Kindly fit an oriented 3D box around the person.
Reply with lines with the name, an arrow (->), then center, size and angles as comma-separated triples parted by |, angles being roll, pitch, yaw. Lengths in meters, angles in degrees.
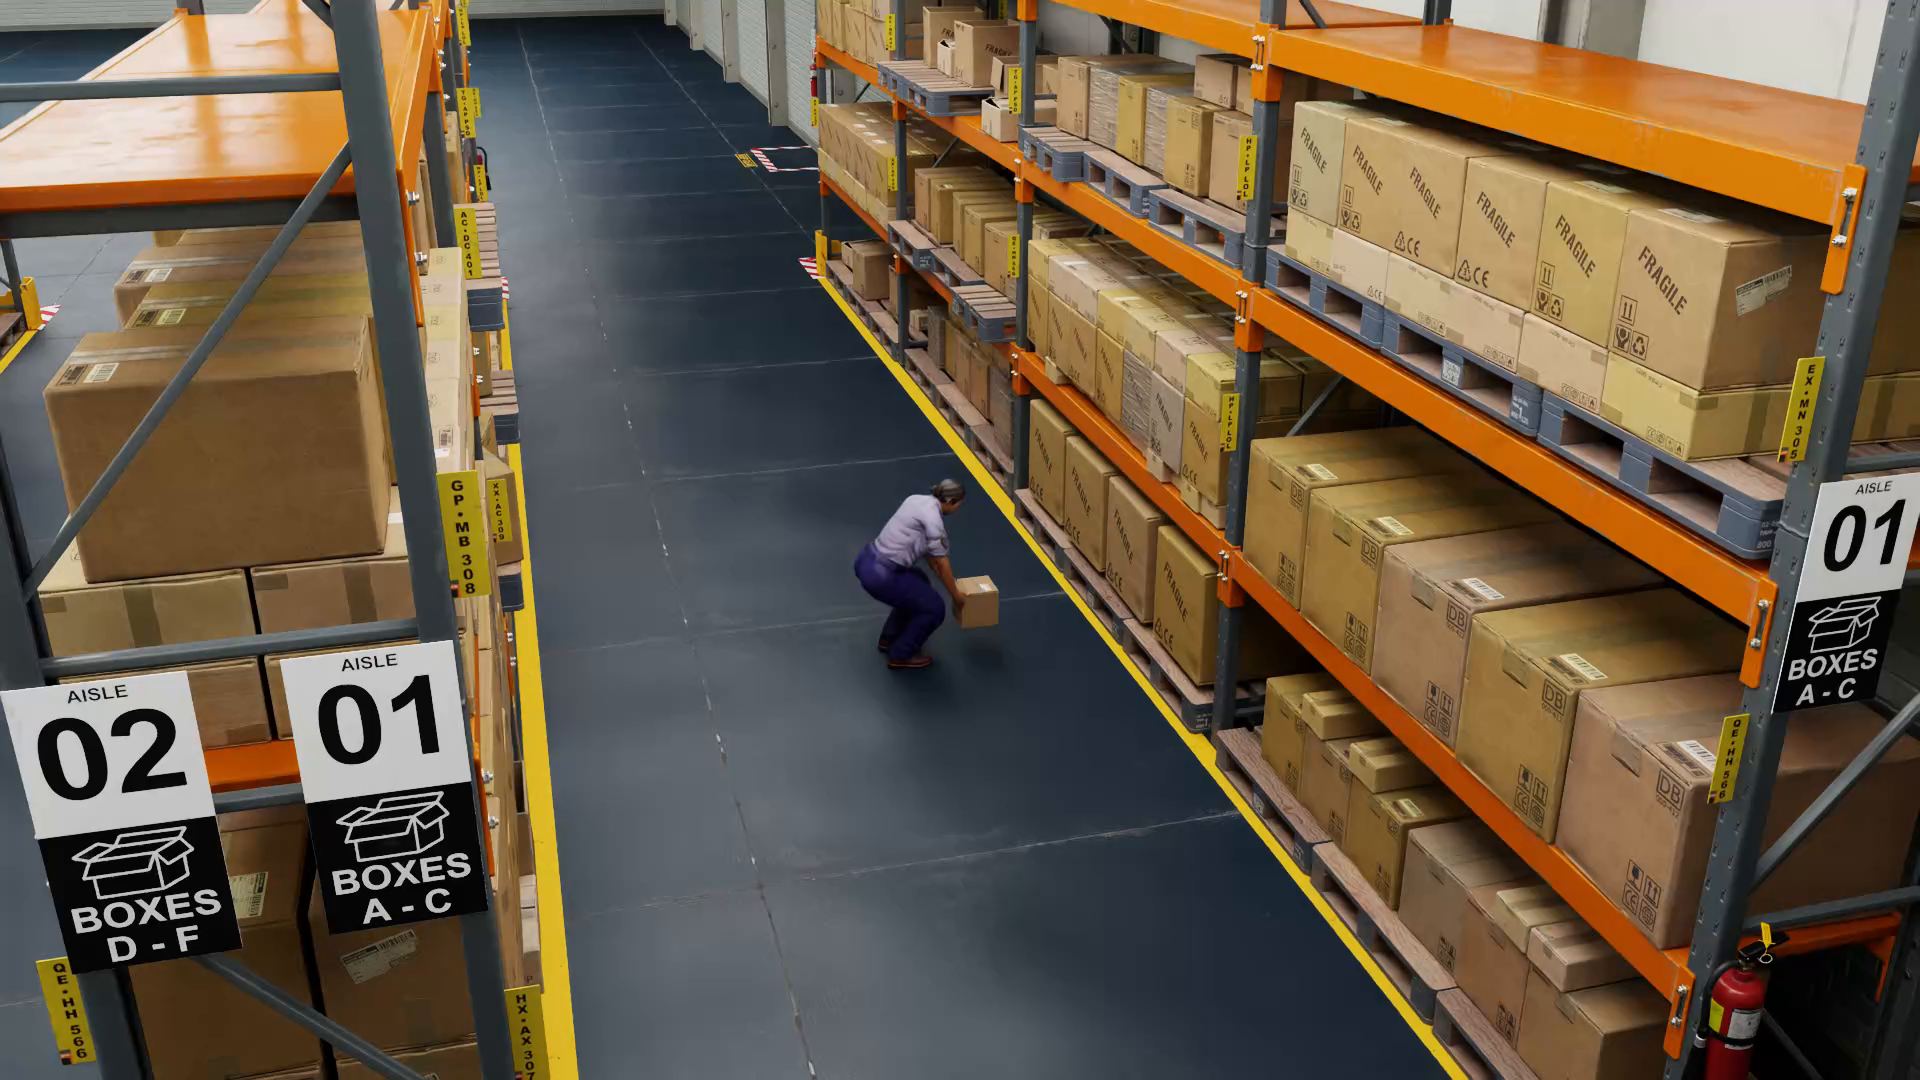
person -> -0.318, 0.196, 10.779 | 0.738, 1.200, 0.541 | -6, 24, -14
